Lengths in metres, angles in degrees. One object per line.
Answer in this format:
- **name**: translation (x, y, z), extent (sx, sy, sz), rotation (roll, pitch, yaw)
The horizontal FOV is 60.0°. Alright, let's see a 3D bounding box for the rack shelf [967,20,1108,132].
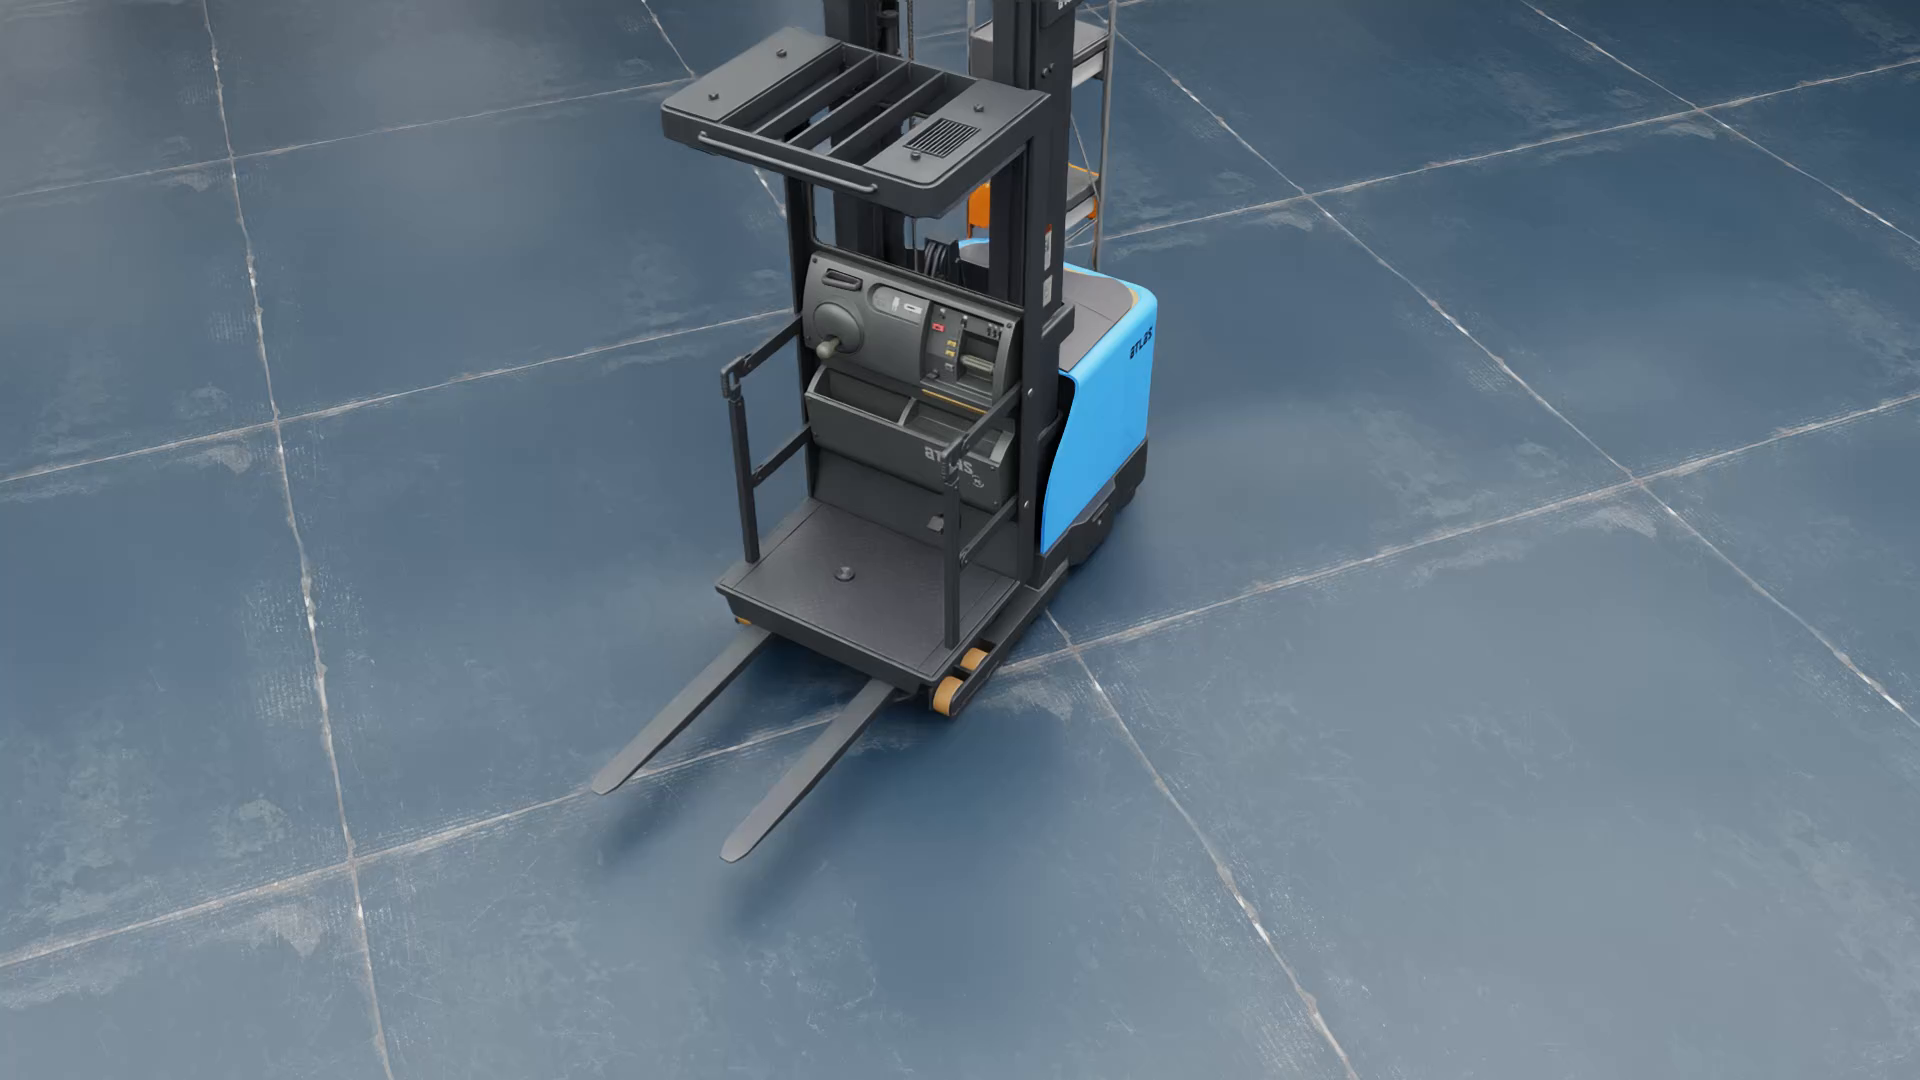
- **rack shelf**: translation (0.352, -2.036, 7.373), extent (0.480, 0.518, 0.431), rotation (26, 47, 27)

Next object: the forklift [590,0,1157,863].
- **forklift**: translation (-0.315, -0.736, 6.277), extent (1.130, 2.935, 3.031), rotation (22, 45, 23)

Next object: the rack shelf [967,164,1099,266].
- **rack shelf**: translation (0.352, -1.505, 7.829), extent (0.480, 0.518, 0.431), rotation (26, 47, 27)

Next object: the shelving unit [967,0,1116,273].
- **shelving unit**: translation (0.352, -1.515, 7.820), extent (0.503, 2.100, 0.431), rotation (26, 47, 27)

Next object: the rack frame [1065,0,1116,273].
- **rack frame**: translation (0.547, -1.420, 7.710), extent (0.015, 2.100, 0.400), rotation (26, 47, 27)

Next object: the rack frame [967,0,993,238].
- **rack frame**: translation (0.156, -1.610, 7.931), extent (0.015, 2.100, 0.400), rotation (26, 47, 27)
